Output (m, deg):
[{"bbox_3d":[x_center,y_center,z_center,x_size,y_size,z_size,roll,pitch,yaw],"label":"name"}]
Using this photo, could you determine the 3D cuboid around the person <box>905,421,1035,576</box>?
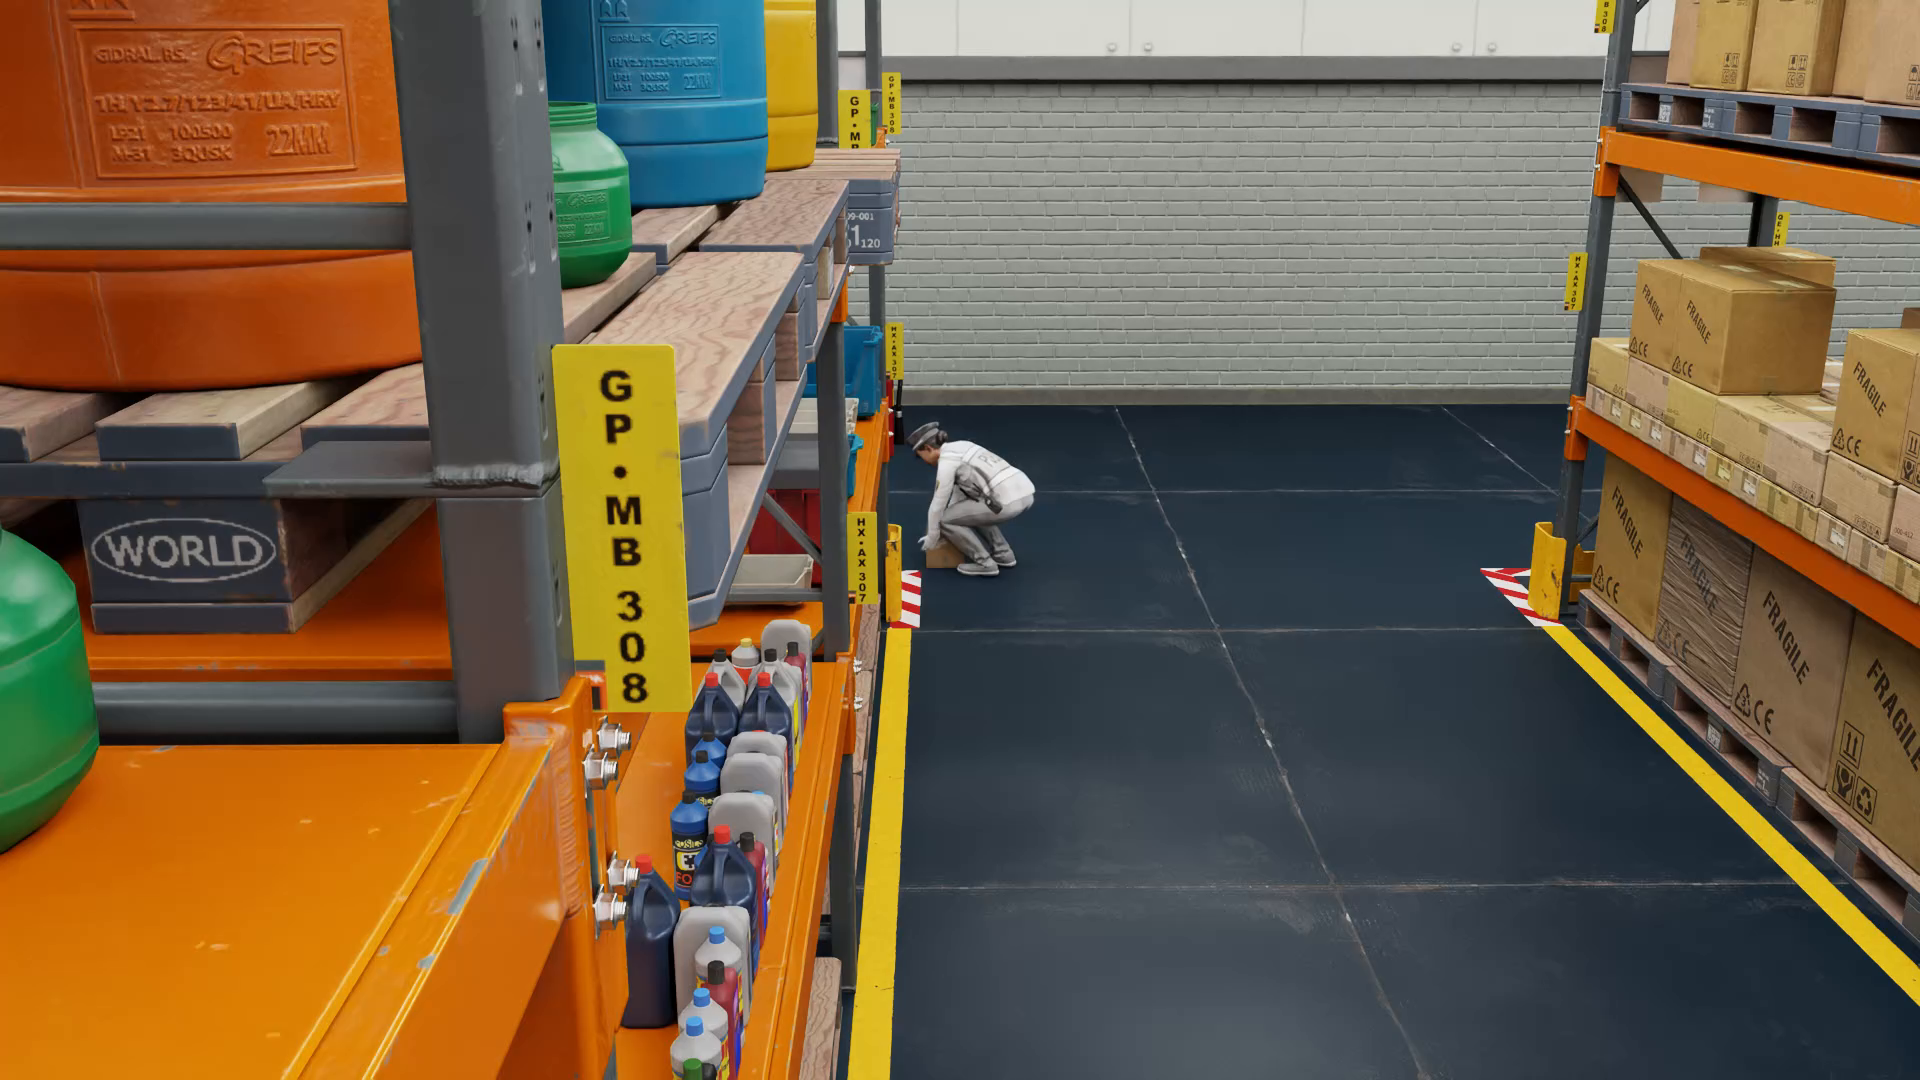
[{"bbox_3d":[0.050,-0.273,10.641,0.847,0.951,0.488,9,20,28],"label":"person"}]
